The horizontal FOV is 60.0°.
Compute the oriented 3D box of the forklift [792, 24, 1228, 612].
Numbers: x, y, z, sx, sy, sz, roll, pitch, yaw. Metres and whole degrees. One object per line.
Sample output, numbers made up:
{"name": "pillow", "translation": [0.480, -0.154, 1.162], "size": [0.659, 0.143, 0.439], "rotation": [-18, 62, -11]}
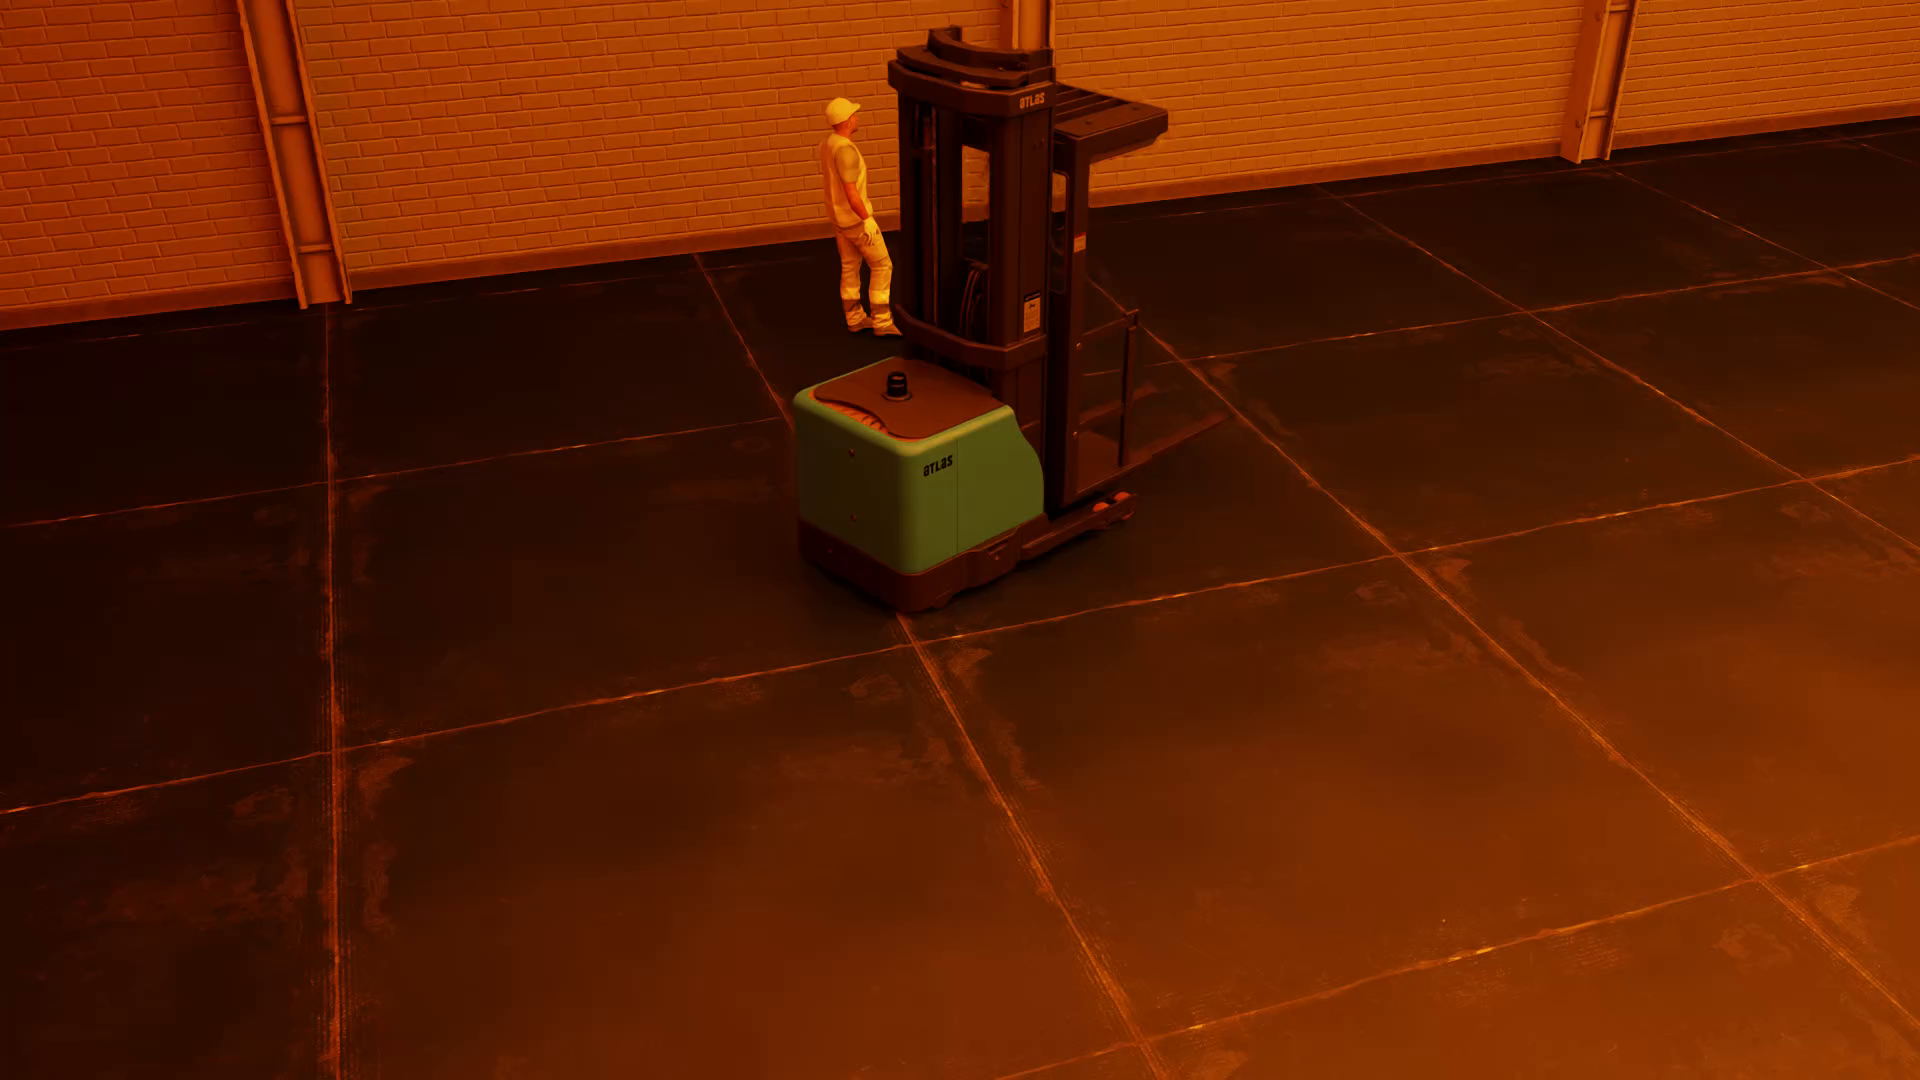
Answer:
{"name": "forklift", "translation": [0.456, -1.498, 9.691], "size": [3.031, 2.935, 1.130], "rotation": [-26, 39, -37]}

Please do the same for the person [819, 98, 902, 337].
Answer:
{"name": "person", "translation": [-0.725, -2.405, 12.399], "size": [0.565, 1.789, 0.642], "rotation": [-12, 32, -20]}
